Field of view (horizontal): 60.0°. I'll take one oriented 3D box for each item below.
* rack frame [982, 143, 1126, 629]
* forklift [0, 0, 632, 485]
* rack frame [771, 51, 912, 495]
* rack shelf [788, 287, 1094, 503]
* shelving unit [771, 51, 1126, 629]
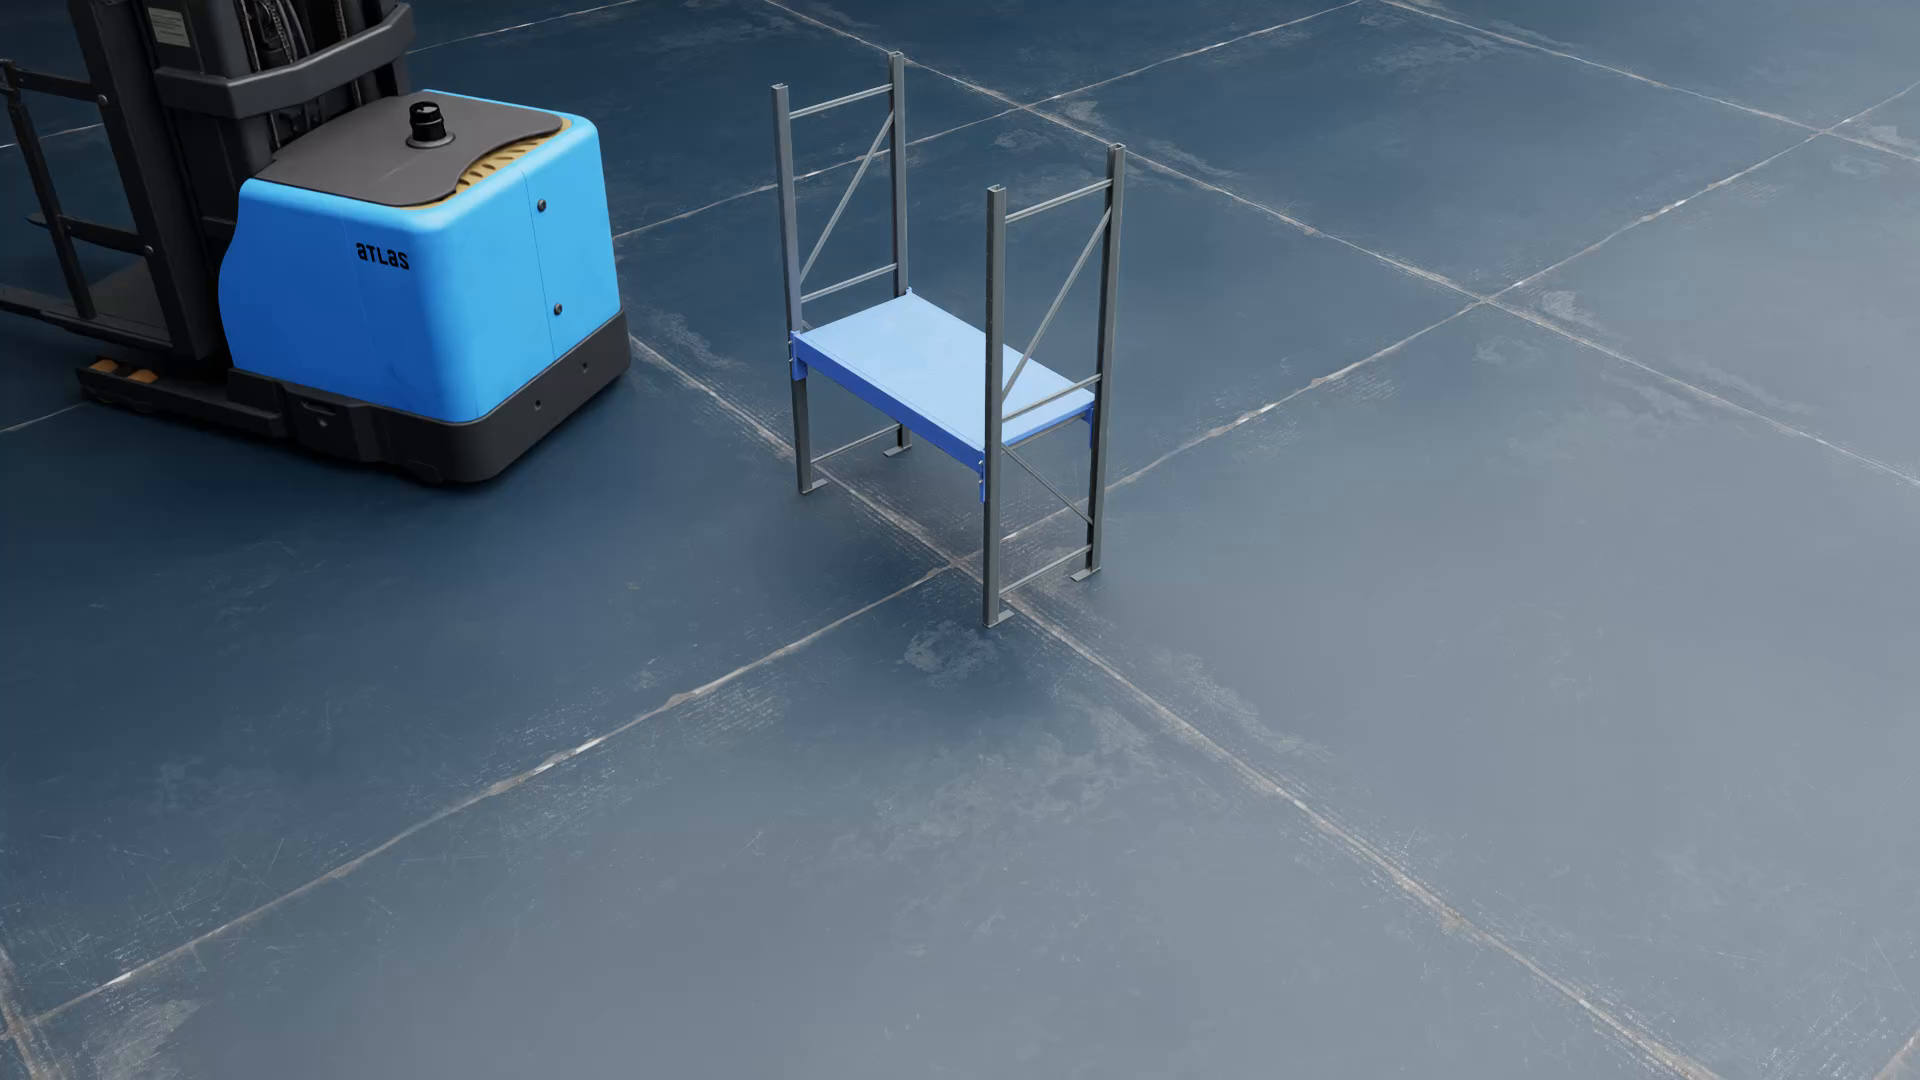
[{"bbox_3d":[0.273,-0.425,5.053,0.500,1.500,0.032,-26,43,-32],"label":"rack frame"},{"bbox_3d":[-2.874,-1.950,5.967,3.031,2.935,1.130,14,38,19],"label":"forklift"},{"bbox_3d":[-0.383,-0.874,5.687,0.500,1.500,0.032,-26,43,-32],"label":"rack frame"},{"bbox_3d":[-0.055,-0.503,5.474,0.538,0.185,1.000,-26,43,-32],"label":"rack shelf"},{"bbox_3d":[-0.055,-0.650,5.370,0.538,1.500,1.048,-26,43,-32],"label":"shelving unit"}]
